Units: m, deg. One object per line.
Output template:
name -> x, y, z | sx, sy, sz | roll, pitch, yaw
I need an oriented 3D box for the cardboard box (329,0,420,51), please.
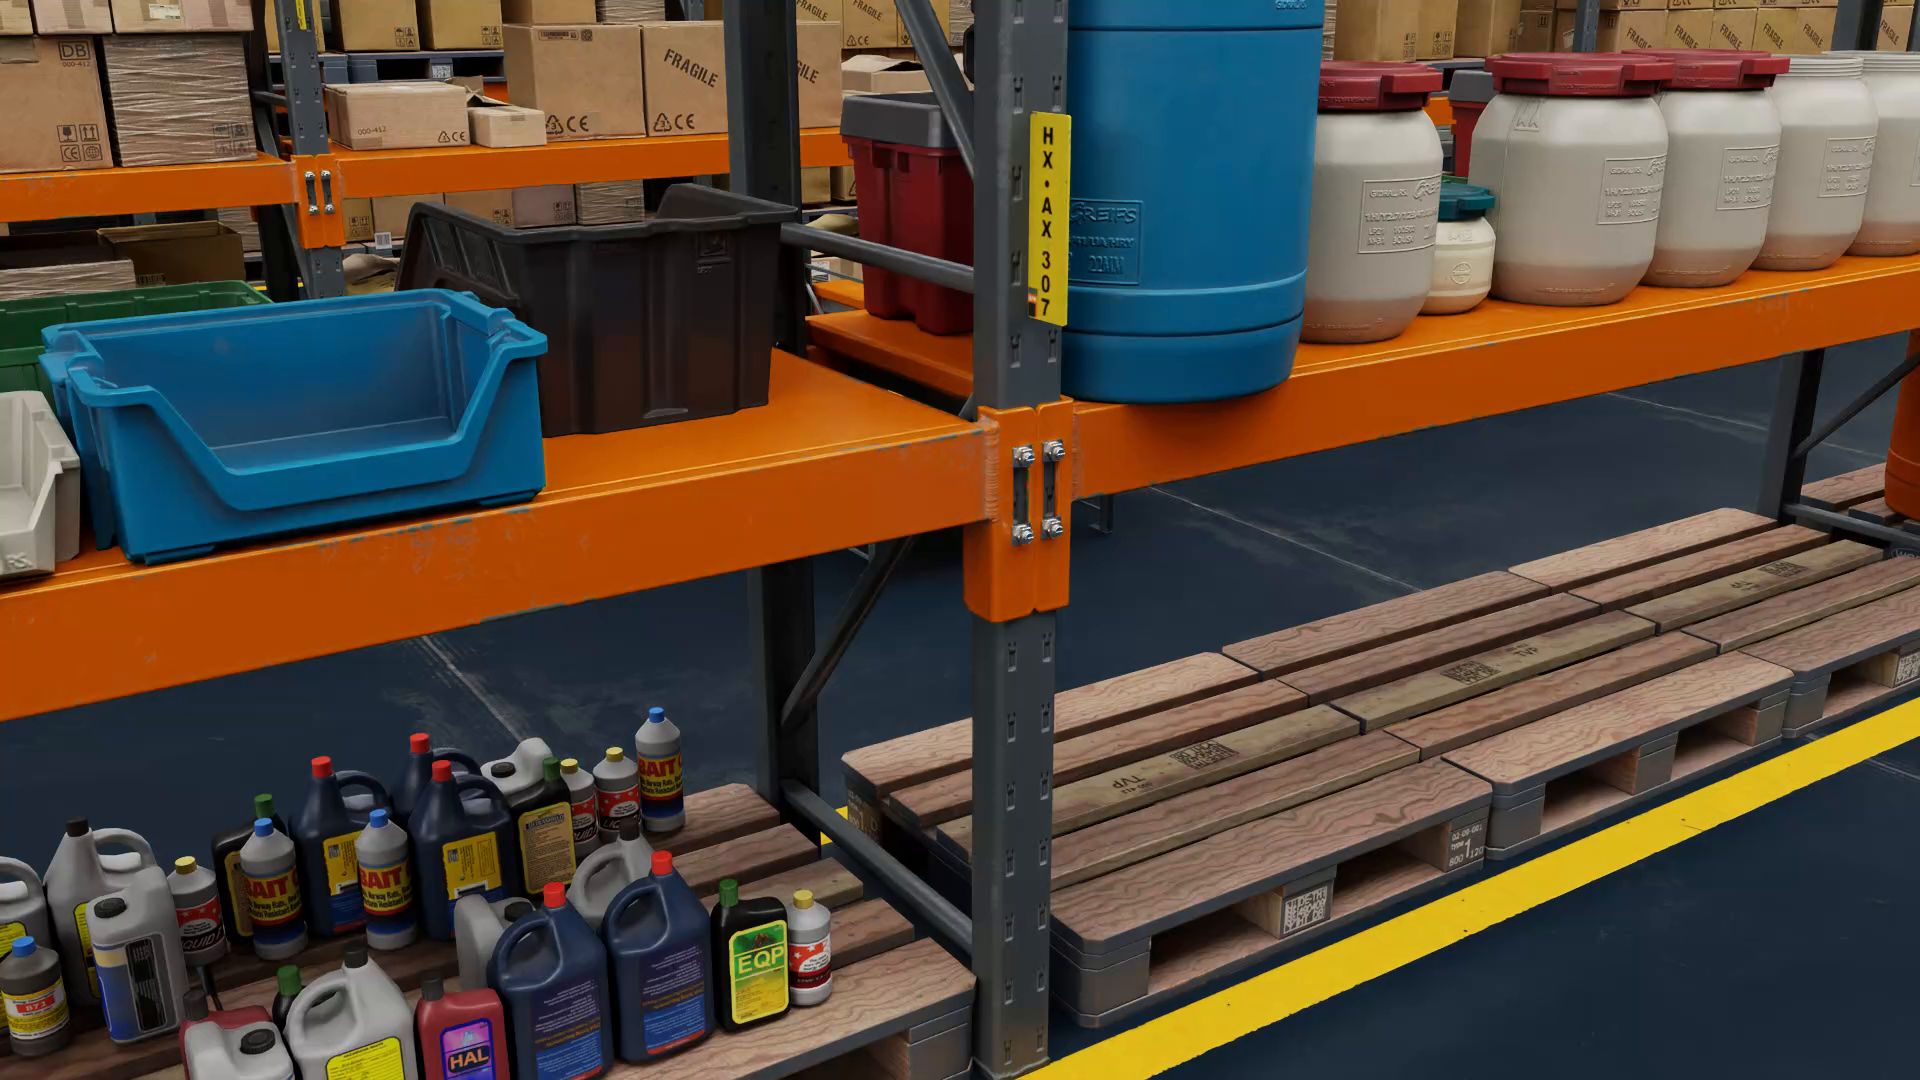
cardboard box -> -4.155, -3.731, 11.755 | 0.500, 0.500, 0.700 | -9, 21, -24

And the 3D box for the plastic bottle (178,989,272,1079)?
plastic bottle -> -1.159, 0.835, 2.647 | 0.133, 0.283, 0.061 | -12, 22, -31

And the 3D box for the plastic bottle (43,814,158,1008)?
plastic bottle -> -1.568, 0.662, 3.054 | 0.185, 0.351, 0.144 | -12, 22, -32

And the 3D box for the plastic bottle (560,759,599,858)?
plastic bottle -> -0.830, 0.568, 3.564 | 0.097, 0.201, 0.097 | 0, 19, 0

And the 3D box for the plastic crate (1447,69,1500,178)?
plastic crate -> 1.670, -1.056, 4.586 | 0.583, 0.464, 0.402 | -12, 22, -31

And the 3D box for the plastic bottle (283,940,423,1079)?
plastic bottle -> -0.963, 0.803, 2.634 | 0.185, 0.351, 0.144 | -12, 22, -32

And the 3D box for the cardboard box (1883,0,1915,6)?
cardboard box -> 6.927, -4.333, 12.659 | 0.500, 0.500, 0.500 | -12, 22, -32

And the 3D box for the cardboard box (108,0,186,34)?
cardboard box -> -3.191, -2.056, 6.475 | 0.250, 0.149, 0.380 | -12, 22, -33

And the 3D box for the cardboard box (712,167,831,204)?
cardboard box -> -1.575, -3.154, 13.591 | 0.750, 0.750, 0.750 | -12, 22, -32

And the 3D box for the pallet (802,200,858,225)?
pallet -> -1.561, -2.676, 13.832 | 1.213, 0.211, 1.003 | -12, 22, -31

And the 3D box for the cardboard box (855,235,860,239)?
cardboard box -> -0.266, -1.465, 8.656 | 0.500, 0.311, 0.500 | -12, 22, -32

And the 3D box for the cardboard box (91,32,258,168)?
cardboard box -> -3.241, -1.817, 6.781 | 0.500, 0.500, 0.700 | -13, 22, -33

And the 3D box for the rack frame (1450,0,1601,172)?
rack frame -> 3.807, -3.259, 11.201 | 0.127, 3.000, 1.000 | -12, 22, -31

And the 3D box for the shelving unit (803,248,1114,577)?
shelving unit -> 0.006, -0.534, 6.068 | 1.048, 1.125, 0.538 | -12, 22, -31

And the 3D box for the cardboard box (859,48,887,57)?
cardboard box -> -0.800, -3.999, 13.752 | 0.250, 0.149, 0.380 | -12, 22, -31

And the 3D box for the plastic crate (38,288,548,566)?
plastic crate -> -0.928, -0.186, 2.344 | 0.616, 0.251, 0.499 | -12, 22, -31

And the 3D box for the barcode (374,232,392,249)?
barcode -> -2.432, -1.262, 7.012 | 0.075, 0.075, 0.001 | -12, 22, -31

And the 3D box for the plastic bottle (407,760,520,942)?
plastic bottle -> -0.976, 0.592, 3.259 | 0.185, 0.351, 0.144 | -12, 22, -31

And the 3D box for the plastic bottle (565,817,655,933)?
plastic bottle -> -0.612, 0.674, 3.016 | 0.185, 0.351, 0.144 | -12, 22, -31

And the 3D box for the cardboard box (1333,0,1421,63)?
cardboard box -> 2.366, -3.178, 10.148 | 0.700, 0.500, 0.500 | 16, 24, 39

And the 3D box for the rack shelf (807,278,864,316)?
rack shelf -> 0.006, -0.811, 5.974 | 1.000, 0.278, 0.538 | -12, 22, -31

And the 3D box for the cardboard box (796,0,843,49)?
cardboard box -> -1.272, -4.183, 13.283 | 0.500, 0.500, 0.500 | -11, 22, -30

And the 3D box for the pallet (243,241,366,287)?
pallet -> -4.952, -1.991, 11.804 | 1.213, 0.211, 1.003 | -12, 22, -31

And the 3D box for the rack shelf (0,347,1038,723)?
rack shelf -> -1.824, 0.169, 2.185 | 4.000, 0.370, 1.077 | -12, 22, -31

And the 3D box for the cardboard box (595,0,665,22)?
cardboard box -> -2.648, -4.049, 12.695 | 0.500, 0.500, 0.700 | -15, 24, -38

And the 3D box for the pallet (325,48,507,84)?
pallet -> -3.892, -3.428, 12.001 | 1.213, 0.211, 1.003 | -12, 22, -31

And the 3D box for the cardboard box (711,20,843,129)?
cardboard box -> -0.926, -2.302, 8.214 | 0.500, 0.500, 0.500 | -13, 23, -34

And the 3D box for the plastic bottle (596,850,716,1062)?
plastic bottle -> -0.533, 0.713, 2.902 | 0.185, 0.351, 0.144 | -13, 22, -33

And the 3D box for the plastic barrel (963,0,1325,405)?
plastic barrel -> 0.336, -0.749, 2.993 | 0.708, 0.901, 0.600 | -12, 22, -31

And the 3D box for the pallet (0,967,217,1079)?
pallet -> -1.757, 1.120, 2.602 | 1.213, 0.211, 1.003 | -12, 22, -31

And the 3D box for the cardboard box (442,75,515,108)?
cardboard box -> -2.241, -1.990, 7.658 | 0.258, 0.266, 0.396 | -13, 22, -33

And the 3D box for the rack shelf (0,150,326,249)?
rack shelf -> -4.545, -1.157, 6.106 | 4.000, 0.370, 1.077 | -12, 22, -31

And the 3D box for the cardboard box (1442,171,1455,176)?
cardboard box -> 3.269, -2.263, 11.472 | 0.500, 0.500, 0.500 | -13, 23, -34

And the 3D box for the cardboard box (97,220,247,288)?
cardboard box -> -3.434, -1.103, 7.292 | 0.500, 0.500, 0.500 | -12, 22, -31

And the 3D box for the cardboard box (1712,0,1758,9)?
cardboard box -> 5.216, -3.969, 11.584 | 0.500, 0.500, 0.500 | -13, 22, -33

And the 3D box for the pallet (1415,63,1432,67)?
pallet -> 2.088, -2.807, 10.165 | 1.213, 0.211, 1.003 | -12, 22, -31

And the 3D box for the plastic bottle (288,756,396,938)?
plastic bottle -> -1.213, 0.587, 3.275 | 0.185, 0.351, 0.144 | -13, 23, -34

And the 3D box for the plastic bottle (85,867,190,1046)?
plastic bottle -> -1.466, 0.732, 2.961 | 0.135, 0.276, 0.152 | -12, 22, -31

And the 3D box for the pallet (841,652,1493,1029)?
pallet -> 0.481, 0.648, 3.998 | 1.213, 0.211, 1.003 | -12, 22, -31

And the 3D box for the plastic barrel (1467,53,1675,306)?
plastic barrel -> 1.379, -0.828, 3.797 | 0.433, 0.535, 0.433 | 0, 19, 0

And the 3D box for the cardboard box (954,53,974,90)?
cardboard box -> 0.139, -2.460, 8.976 | 0.500, 0.311, 0.500 | -10, 21, -28

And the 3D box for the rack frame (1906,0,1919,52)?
rack frame -> 7.148, -3.964, 13.285 | 0.127, 3.000, 1.000 | -12, 22, -31

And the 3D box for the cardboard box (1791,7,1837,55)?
cardboard box -> 6.072, -3.680, 12.292 | 0.500, 0.500, 0.500 | -12, 22, -31

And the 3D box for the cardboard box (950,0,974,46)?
cardboard box -> -0.012, -4.454, 14.083 | 0.500, 0.500, 0.500 | -12, 22, -31

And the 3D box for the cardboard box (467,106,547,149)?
cardboard box -> -2.022, -1.832, 7.373 | 0.250, 0.149, 0.380 | -12, 22, -31

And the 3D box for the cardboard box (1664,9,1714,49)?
cardboard box -> 4.809, -3.414, 11.504 | 0.500, 0.500, 0.500 | -11, 22, -30

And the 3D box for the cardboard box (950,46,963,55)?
cardboard box -> -0.132, -4.126, 14.128 | 0.250, 0.149, 0.380 | -13, 22, -33

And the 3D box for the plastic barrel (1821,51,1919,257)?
plastic barrel -> 2.446, -1.043, 4.473 | 0.421, 0.512, 0.421 | 0, 19, 0

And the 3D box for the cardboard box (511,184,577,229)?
cardboard box -> -3.328, -2.703, 12.771 | 0.500, 0.500, 0.700 | -12, 22, -31

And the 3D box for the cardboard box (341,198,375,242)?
cardboard box -> -4.592, -2.437, 11.986 | 0.500, 0.500, 0.700 | -12, 22, -32

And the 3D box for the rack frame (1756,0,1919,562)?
rack frame -> 3.188, -1.229, 5.196 | 0.127, 3.000, 1.000 | -12, 22, -31
